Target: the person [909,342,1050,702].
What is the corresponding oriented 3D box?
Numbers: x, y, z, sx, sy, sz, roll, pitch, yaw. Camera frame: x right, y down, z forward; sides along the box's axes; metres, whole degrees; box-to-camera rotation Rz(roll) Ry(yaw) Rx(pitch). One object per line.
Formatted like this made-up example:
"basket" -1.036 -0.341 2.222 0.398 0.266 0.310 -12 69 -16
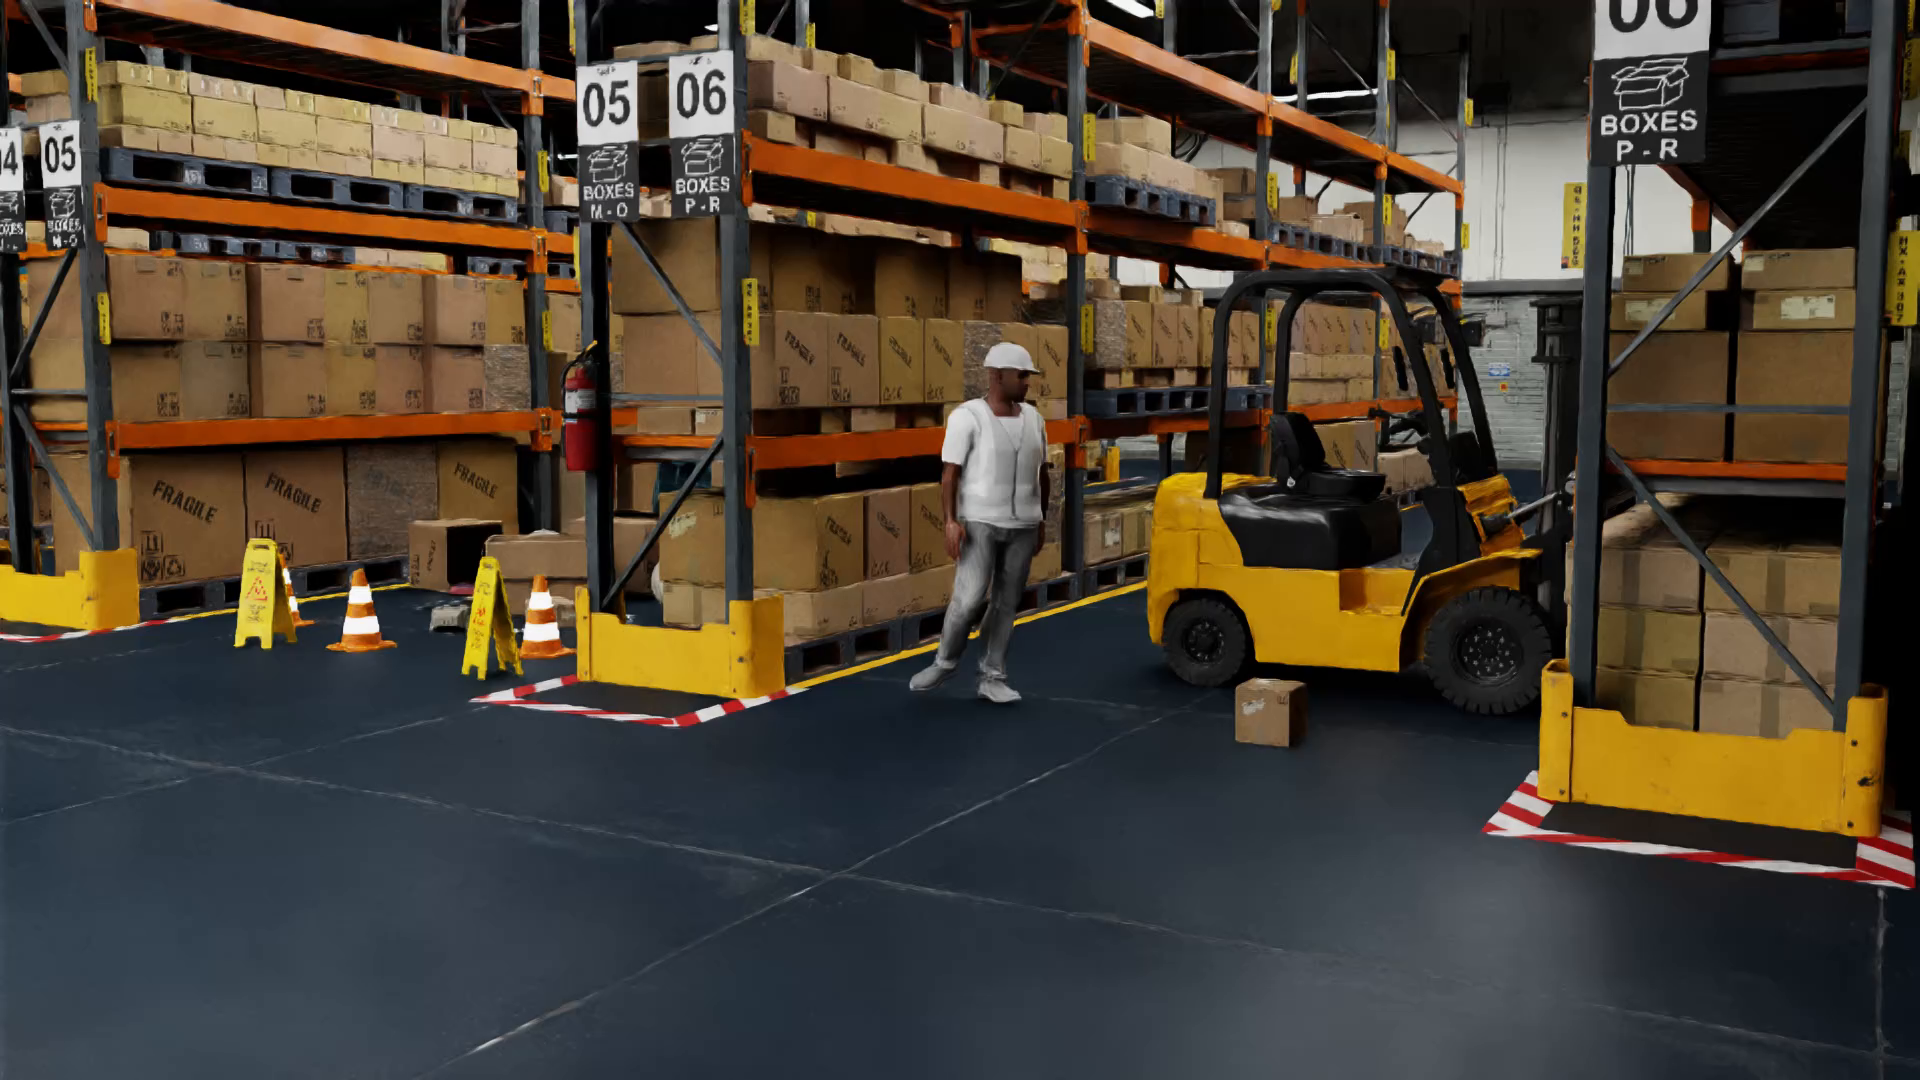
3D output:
"person" 0.118 -0.083 8.149 0.730 1.762 0.451 -3 7 -26
